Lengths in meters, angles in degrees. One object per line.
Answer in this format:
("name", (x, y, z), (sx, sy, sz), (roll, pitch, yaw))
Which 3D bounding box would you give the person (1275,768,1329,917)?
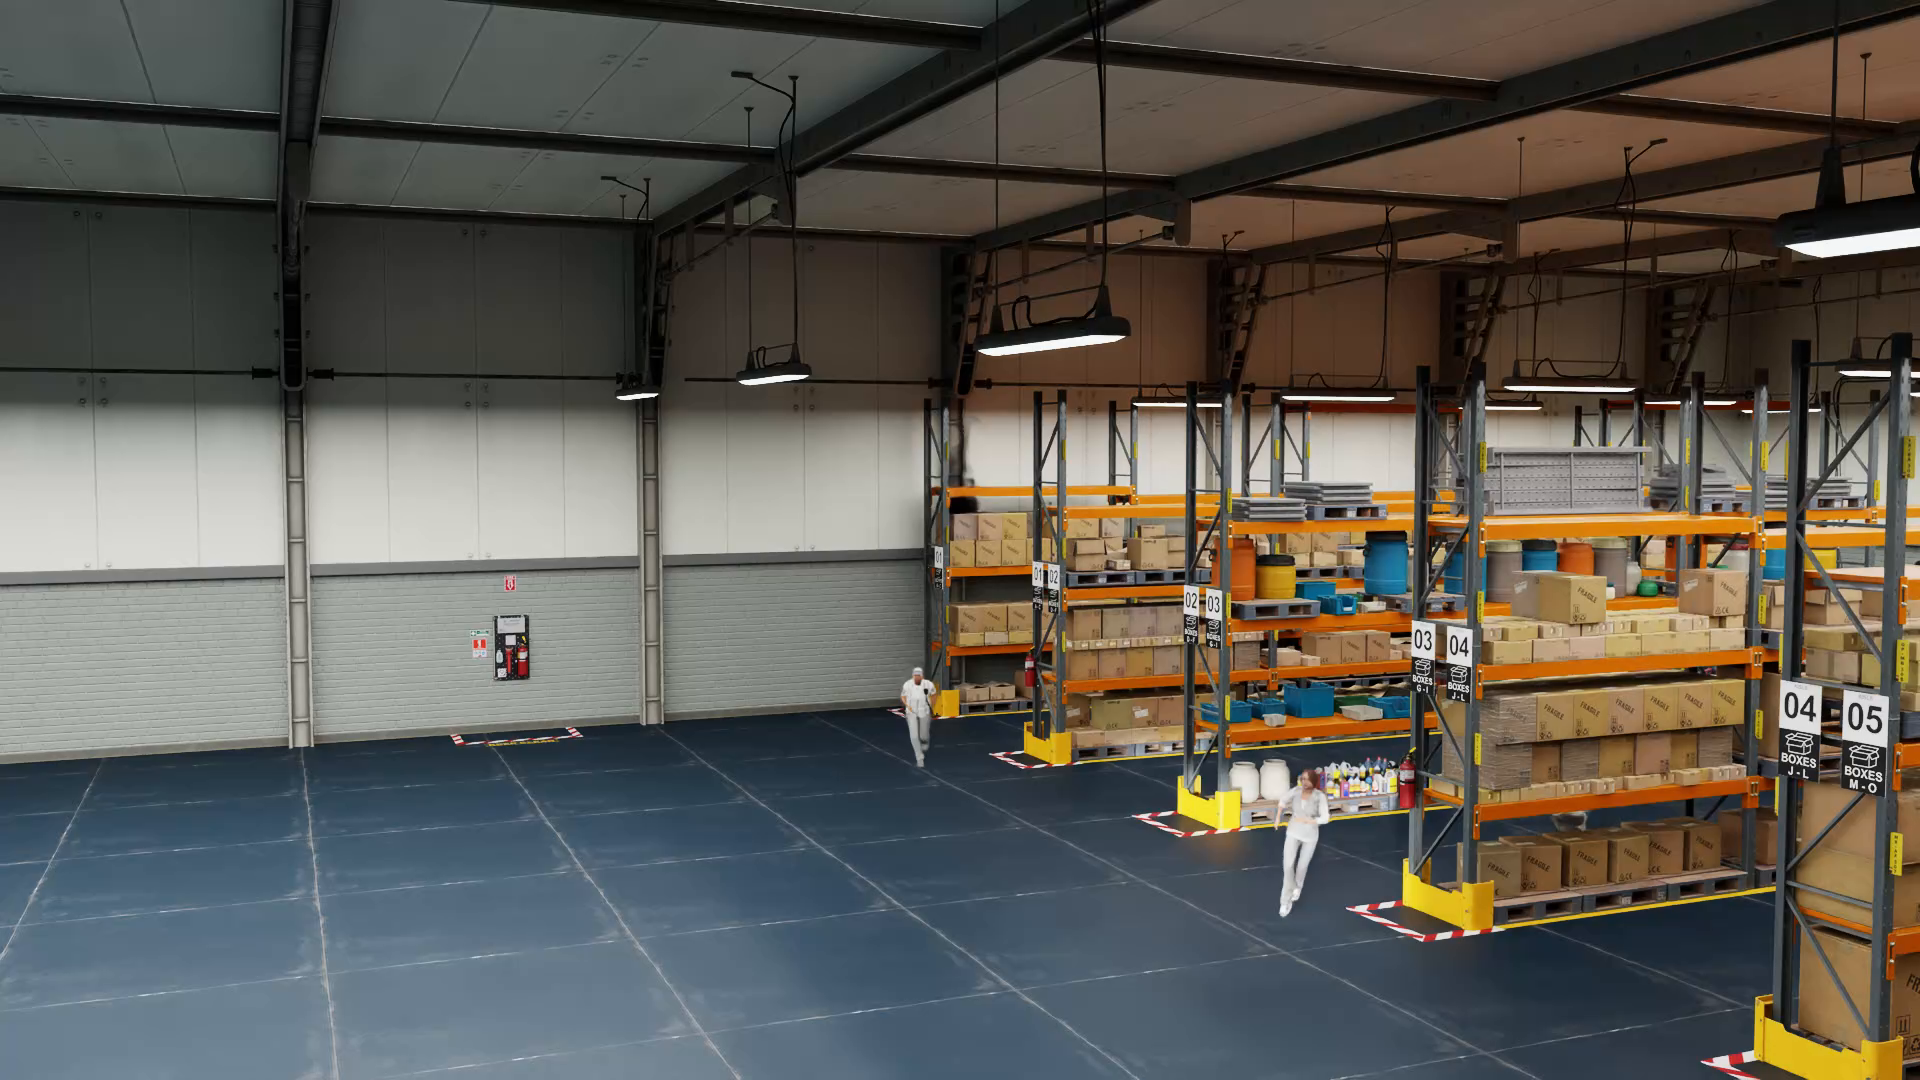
("person", (3.771, 3.317, 18.339), (0.591, 1.654, 0.670), (1, 3, 16))

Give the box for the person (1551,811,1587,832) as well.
("person", (7.620, 3.147, 20.977), (0.681, 1.614, 0.552), (-1, 4, -24))

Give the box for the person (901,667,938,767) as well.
("person", (-0.653, 2.811, 26.670), (0.572, 1.610, 0.758), (0, 3, 6))

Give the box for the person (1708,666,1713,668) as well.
("person", (13.628, 2.570, 29.689), (0.931, 1.694, 0.573), (-2, 4, -33))
